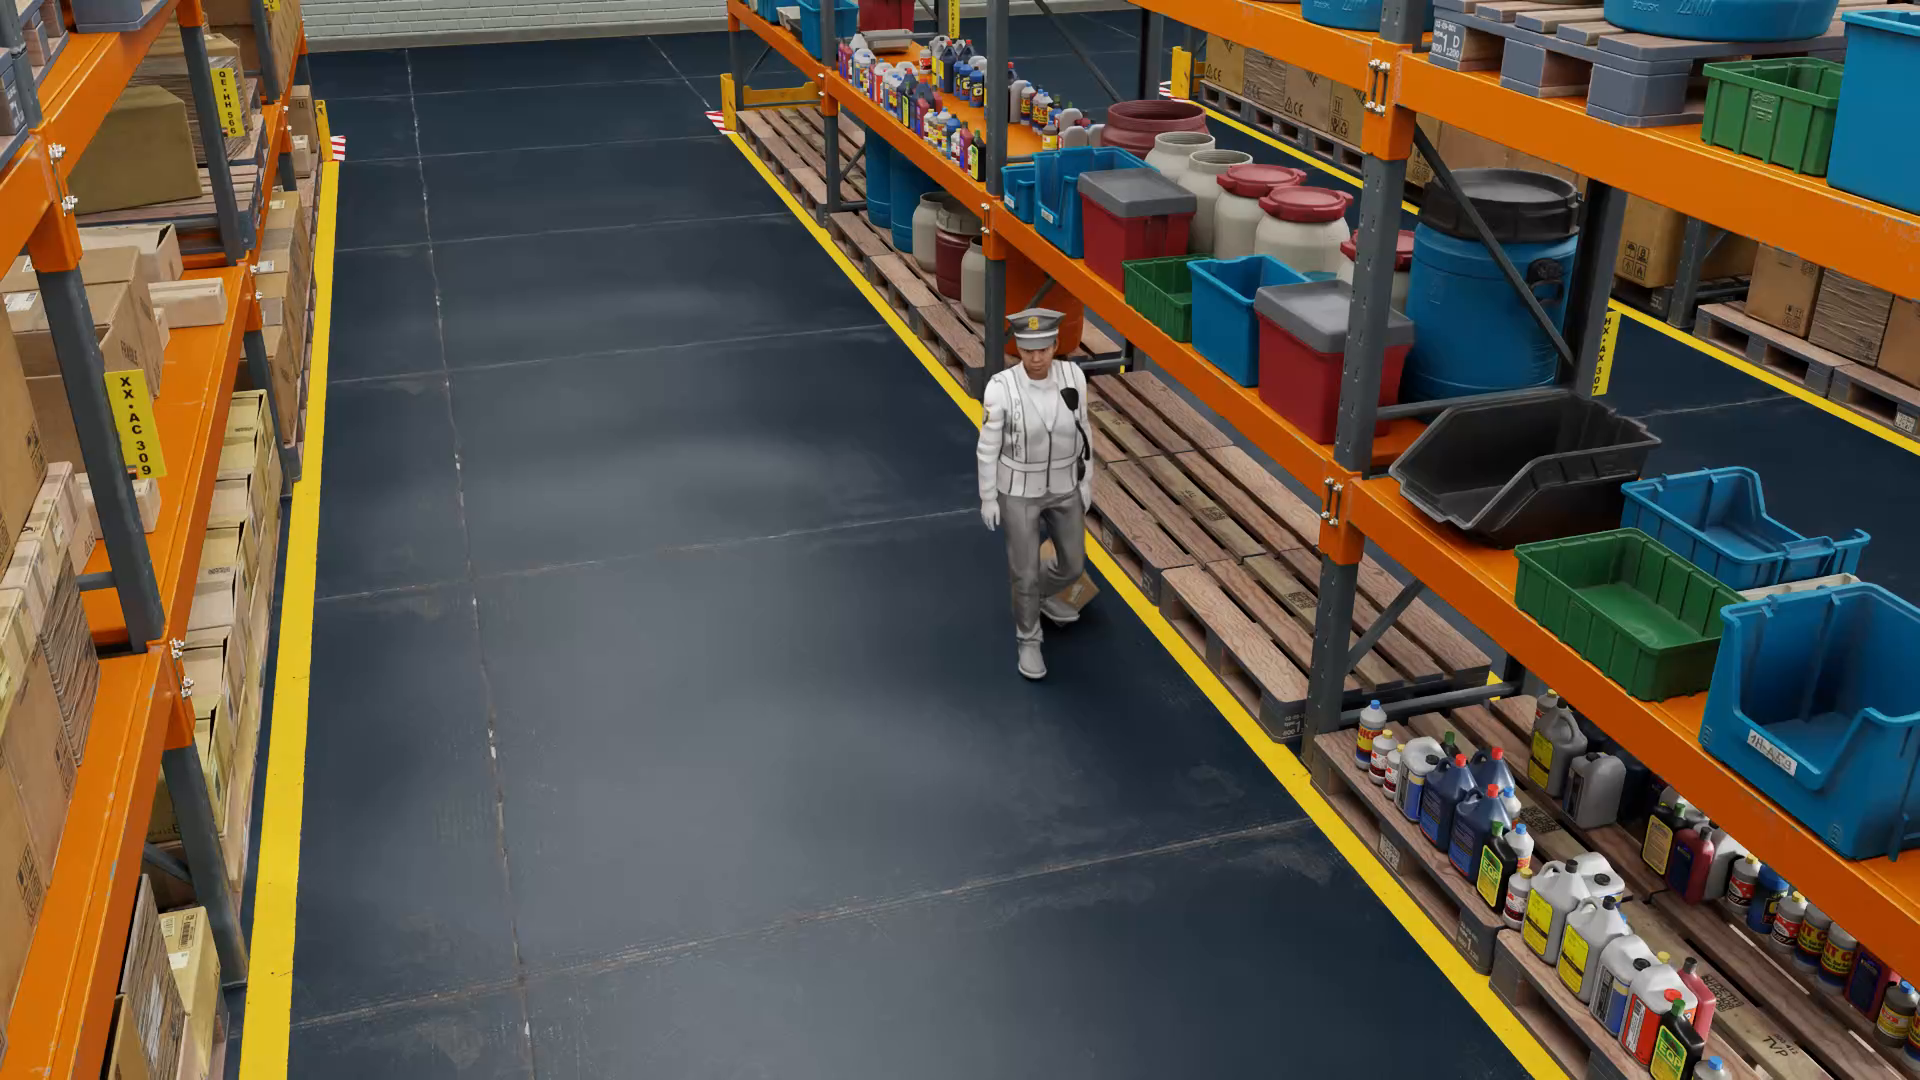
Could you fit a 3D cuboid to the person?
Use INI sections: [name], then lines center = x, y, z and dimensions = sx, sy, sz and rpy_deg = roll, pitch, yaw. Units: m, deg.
[person]
center = 0.314, -0.239, 7.078
dimensions = 0.533, 1.667, 0.541
rpy_deg = -8, 28, -16
